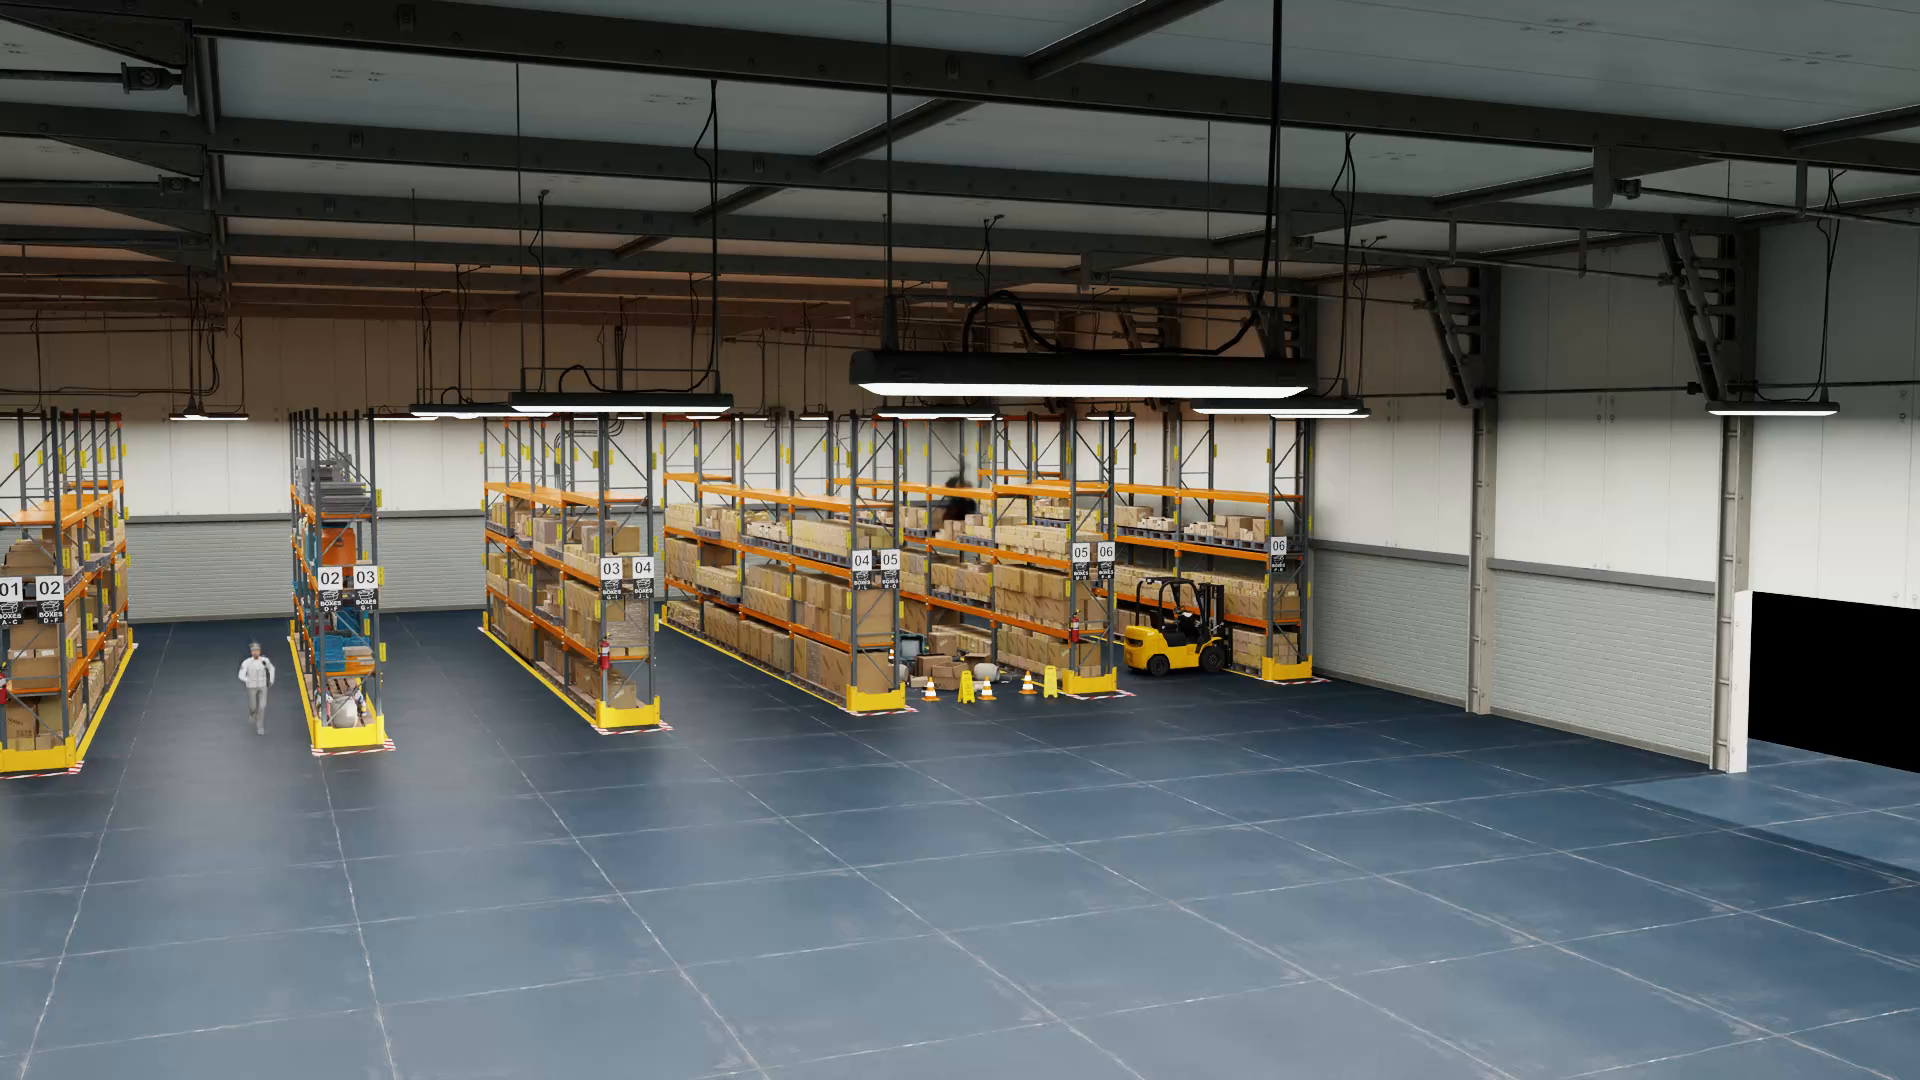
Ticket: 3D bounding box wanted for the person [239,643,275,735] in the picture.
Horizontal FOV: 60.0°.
[{"bbox_3d":[-12.998,2.728,30.790,0.630,1.661,0.938,-2,5,-28],"label":"person"}]
